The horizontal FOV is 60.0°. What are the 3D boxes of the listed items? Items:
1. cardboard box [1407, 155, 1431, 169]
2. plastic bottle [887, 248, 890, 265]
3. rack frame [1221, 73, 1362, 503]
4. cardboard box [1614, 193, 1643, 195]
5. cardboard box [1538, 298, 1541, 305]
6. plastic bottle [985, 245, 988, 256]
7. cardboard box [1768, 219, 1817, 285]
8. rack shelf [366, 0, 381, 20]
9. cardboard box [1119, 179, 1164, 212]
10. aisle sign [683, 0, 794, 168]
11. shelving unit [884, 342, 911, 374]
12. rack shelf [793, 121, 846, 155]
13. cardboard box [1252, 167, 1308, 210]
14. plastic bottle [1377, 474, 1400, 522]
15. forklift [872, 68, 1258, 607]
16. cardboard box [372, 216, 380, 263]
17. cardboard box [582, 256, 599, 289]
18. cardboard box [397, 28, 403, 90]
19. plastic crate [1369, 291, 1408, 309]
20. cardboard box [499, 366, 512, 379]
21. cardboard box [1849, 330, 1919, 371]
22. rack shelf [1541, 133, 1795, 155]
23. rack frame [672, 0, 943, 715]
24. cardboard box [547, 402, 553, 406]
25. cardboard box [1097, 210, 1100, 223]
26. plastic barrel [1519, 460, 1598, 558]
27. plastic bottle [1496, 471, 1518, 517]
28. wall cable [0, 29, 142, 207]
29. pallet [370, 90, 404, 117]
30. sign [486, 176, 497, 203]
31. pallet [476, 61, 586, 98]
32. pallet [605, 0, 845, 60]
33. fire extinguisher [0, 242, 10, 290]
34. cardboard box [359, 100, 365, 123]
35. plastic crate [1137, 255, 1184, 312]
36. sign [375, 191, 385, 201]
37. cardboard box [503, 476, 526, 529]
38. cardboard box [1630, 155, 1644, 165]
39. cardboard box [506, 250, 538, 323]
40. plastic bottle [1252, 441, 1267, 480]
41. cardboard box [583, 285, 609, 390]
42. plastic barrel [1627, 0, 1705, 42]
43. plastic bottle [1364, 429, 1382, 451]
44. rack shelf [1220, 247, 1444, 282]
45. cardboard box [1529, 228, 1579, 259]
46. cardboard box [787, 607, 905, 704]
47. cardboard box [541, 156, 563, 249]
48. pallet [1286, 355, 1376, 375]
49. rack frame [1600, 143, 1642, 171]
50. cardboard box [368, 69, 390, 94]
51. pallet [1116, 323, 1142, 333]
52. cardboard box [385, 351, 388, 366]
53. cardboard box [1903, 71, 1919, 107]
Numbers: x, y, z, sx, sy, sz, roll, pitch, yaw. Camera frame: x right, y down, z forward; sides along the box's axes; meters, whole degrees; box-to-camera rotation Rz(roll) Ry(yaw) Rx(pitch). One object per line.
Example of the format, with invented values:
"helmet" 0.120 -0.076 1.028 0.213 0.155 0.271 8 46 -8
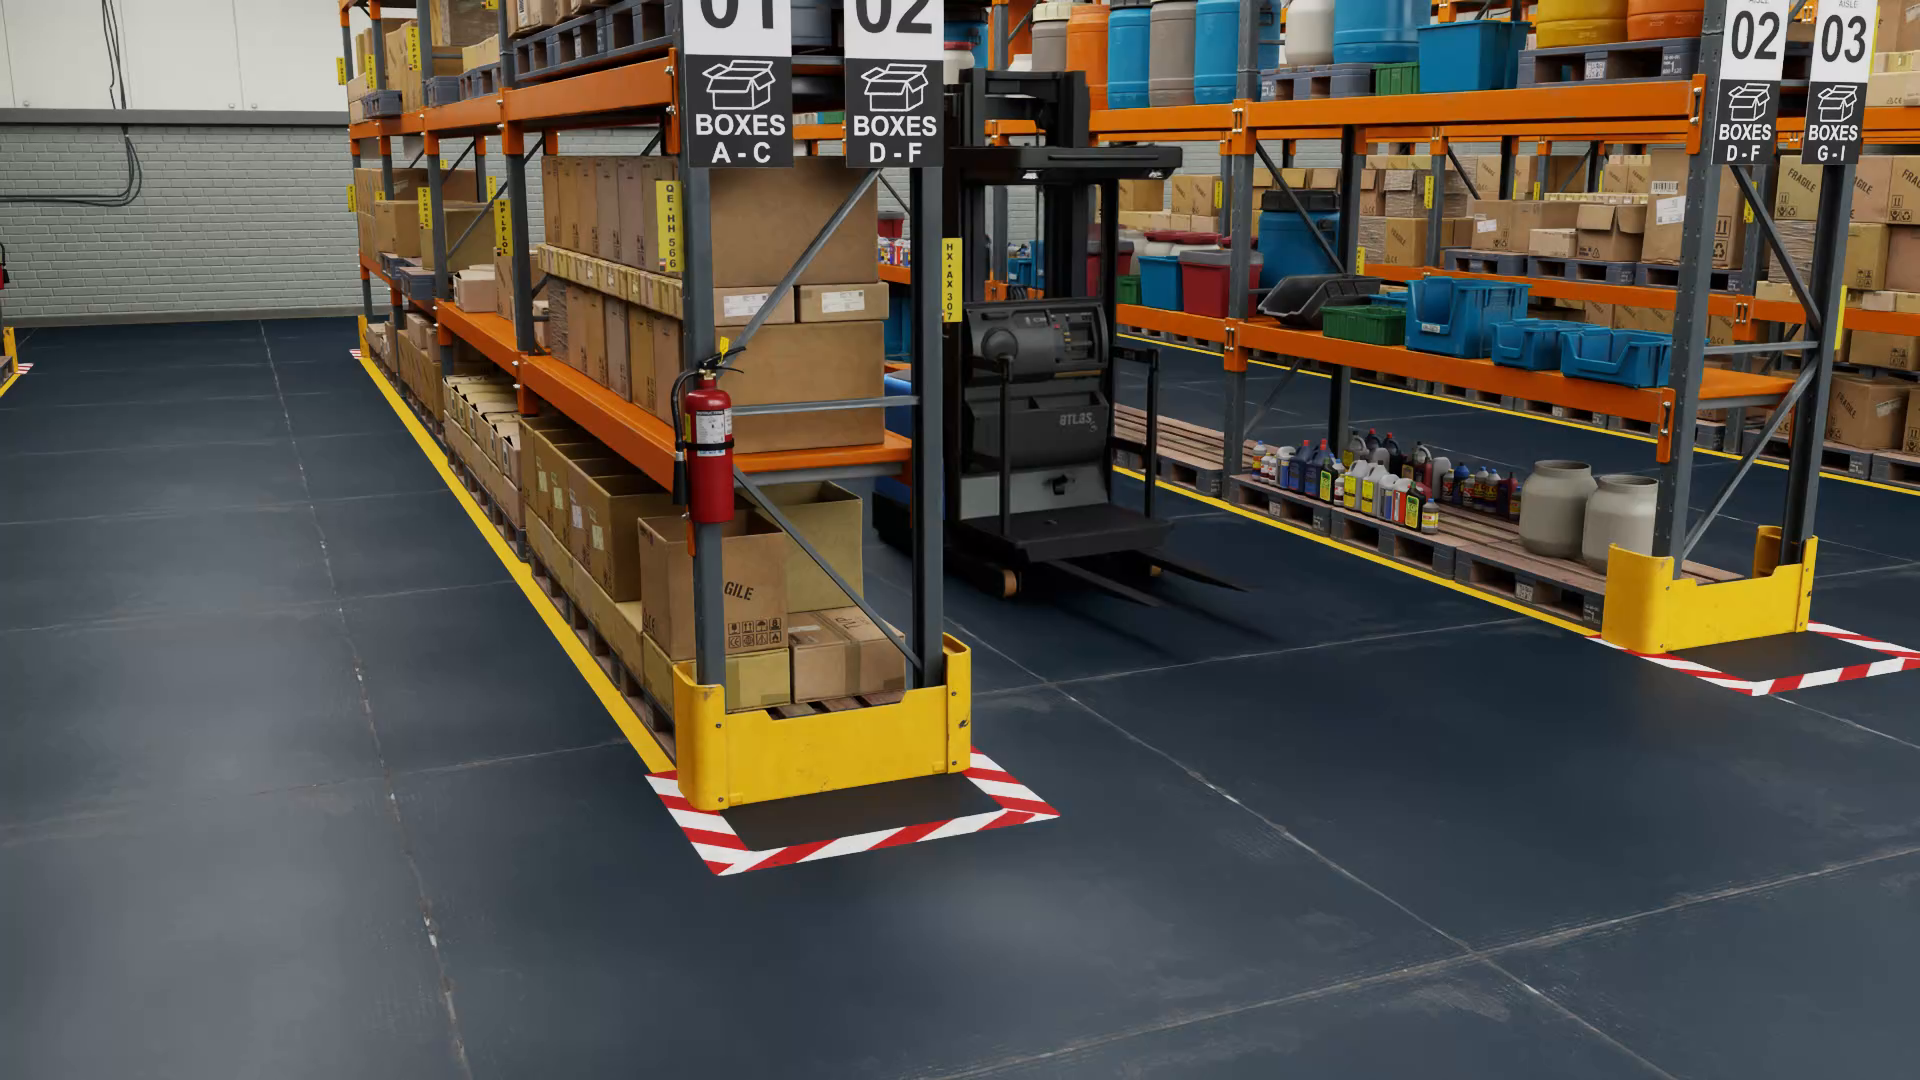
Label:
"cardboard box" 7.036 -5.488 24.831 0.500 0.500 0.500 -6 14 -24
"plastic bottle" -0.735 -3.067 17.911 0.097 0.201 0.097 0 13 0
"rack frame" 2.388 -1.784 11.924 1.000 3.000 0.127 -6 14 -23
"cardboard box" 8.856 -4.509 22.004 0.380 0.149 0.250 -6 14 -25
"cardboard box" 7.889 -3.308 23.241 0.380 0.149 0.250 -5 14 -22
"plastic bottle" 0.207 -2.983 17.215 0.144 0.351 0.185 -6 14 -23
"cardboard box" 7.049 -2.326 13.386 0.875 0.500 0.500 -6 14 -23
"rack shelf" -4.556 -4.954 14.800 1.077 0.370 4.000 -6 14 -23
"cardboard box" 2.477 -4.814 23.027 0.500 0.500 0.500 -6 14 -24
"aisle sign" -0.793 -1.737 5.957 0.394 0.787 0.004 -6 14 -23
"shelving unit" -0.316 -0.718 11.311 0.258 1.200 0.503 -7 15 -27
"rack shelf" -1.618 -4.960 20.593 1.077 0.370 4.000 -6 14 -23
"cardboard box" 3.985 -4.290 20.307 0.797 0.503 0.637 -6 14 -24
"plastic bottle" 2.721 -0.268 10.438 0.152 0.276 0.135 -6 14 -25
"forklift" 0.562 -1.214 9.614 1.130 2.935 3.031 -7 15 -27
"cardboard box" -6.208 -3.331 18.387 0.500 0.500 0.500 -5 14 -22
"cardboard box" -1.702 -1.363 8.445 0.380 0.149 0.250 -6 14 -25
"cardboard box" -4.934 -4.506 15.661 0.600 0.600 0.600 -6 14 -24
"plastic crate" 3.080 -1.507 11.058 0.499 0.251 0.616 -6 14 -23
"cardboard box" -3.675 -1.280 14.315 0.500 0.500 0.500 -5 14 -21
"cardboard box" 10.423 -2.279 18.121 1.050 0.750 0.750 -5 14 -22
"rack shelf" 9.107 -5.009 20.801 1.077 0.370 4.000 -6 14 -23
"rack frame" -0.550 -0.511 6.423 1.000 3.000 0.127 -6 14 -23
"cardboard box" -2.707 -0.901 12.031 0.500 0.311 0.500 -5 14 -21
"cardboard box" 2.278 -4.552 23.557 0.500 0.250 0.500 -6 14 -24
"plastic barrel" 3.455 -0.182 9.591 0.421 0.512 0.421 0 13 0
"plastic bottle" 3.475 -0.299 10.559 0.061 0.283 0.133 -5 14 -22
"wall cable" -13.435 -5.979 23.631 3.097 2.526 0.112 -6 14 -23
"pallet" -4.742 -4.004 15.284 1.213 0.211 1.003 -6 14 -23
"sign" -4.850 -3.605 17.224 0.100 0.325 0.005 -6 14 -23
"pallet" -2.518 -2.886 10.460 0.805 0.209 1.217 -6 14 -25
"pallet" -0.810 -2.077 6.736 1.003 0.211 1.213 -6 14 -23
"fire extinguisher" -11.134 -3.221 19.135 0.296 0.674 0.183 -6 14 -23
"cardboard box" -6.390 -4.765 18.486 0.500 0.250 0.500 -6 14 -23
"plastic crate" 1.661 -1.976 12.789 0.392 0.384 0.575 -6 14 -23
"sign" -5.851 -3.361 16.819 0.100 0.325 0.005 -6 14 -23
"cardboard box" -2.584 -0.261 10.514 0.500 0.250 0.500 -6 14 -24
"cardboard box" 11.257 -6.247 27.331 0.380 0.149 0.250 -5 14 -21
"cardboard box" -2.857 -1.758 11.592 0.500 0.500 0.500 -6 14 -23
"plastic bottle" 2.114 -0.563 11.726 0.097 0.271 0.097 0 13 0
"cardboard box" -1.554 -1.082 8.671 0.700 0.500 0.500 -5 14 -22
"plastic barrel" 3.679 -2.921 8.303 0.600 0.830 0.708 -6 14 -23
"plastic bottle" 2.910 -0.600 11.710 0.144 0.351 0.185 -6 14 -24
"rack shelf" 4.522 -3.120 19.294 1.077 0.370 4.000 -6 14 -23
"cardboard box" 5.784 -2.822 15.811 0.500 0.250 0.500 -6 14 -25
"cardboard box" -0.561 0.494 7.251 0.500 0.250 0.500 -6 14 -23
"cardboard box" -1.969 -1.927 9.443 0.700 0.500 0.500 -6 14 -23
"pallet" 4.592 -2.120 19.562 1.003 0.211 1.213 -6 14 -23
"rack frame" 11.199 -5.605 28.436 1.000 3.000 0.127 -6 14 -23
"cardboard box" -5.801 -4.698 17.086 0.500 0.250 0.500 -6 14 -23
"pallet" 2.511 -3.193 24.200 1.003 0.211 1.213 -6 14 -23
"cardboard box" -6.050 -1.979 18.116 0.380 0.149 0.250 -6 14 -23
"cardboard box" 7.277 -3.291 12.116 0.500 0.250 0.500 -6 14 -25
